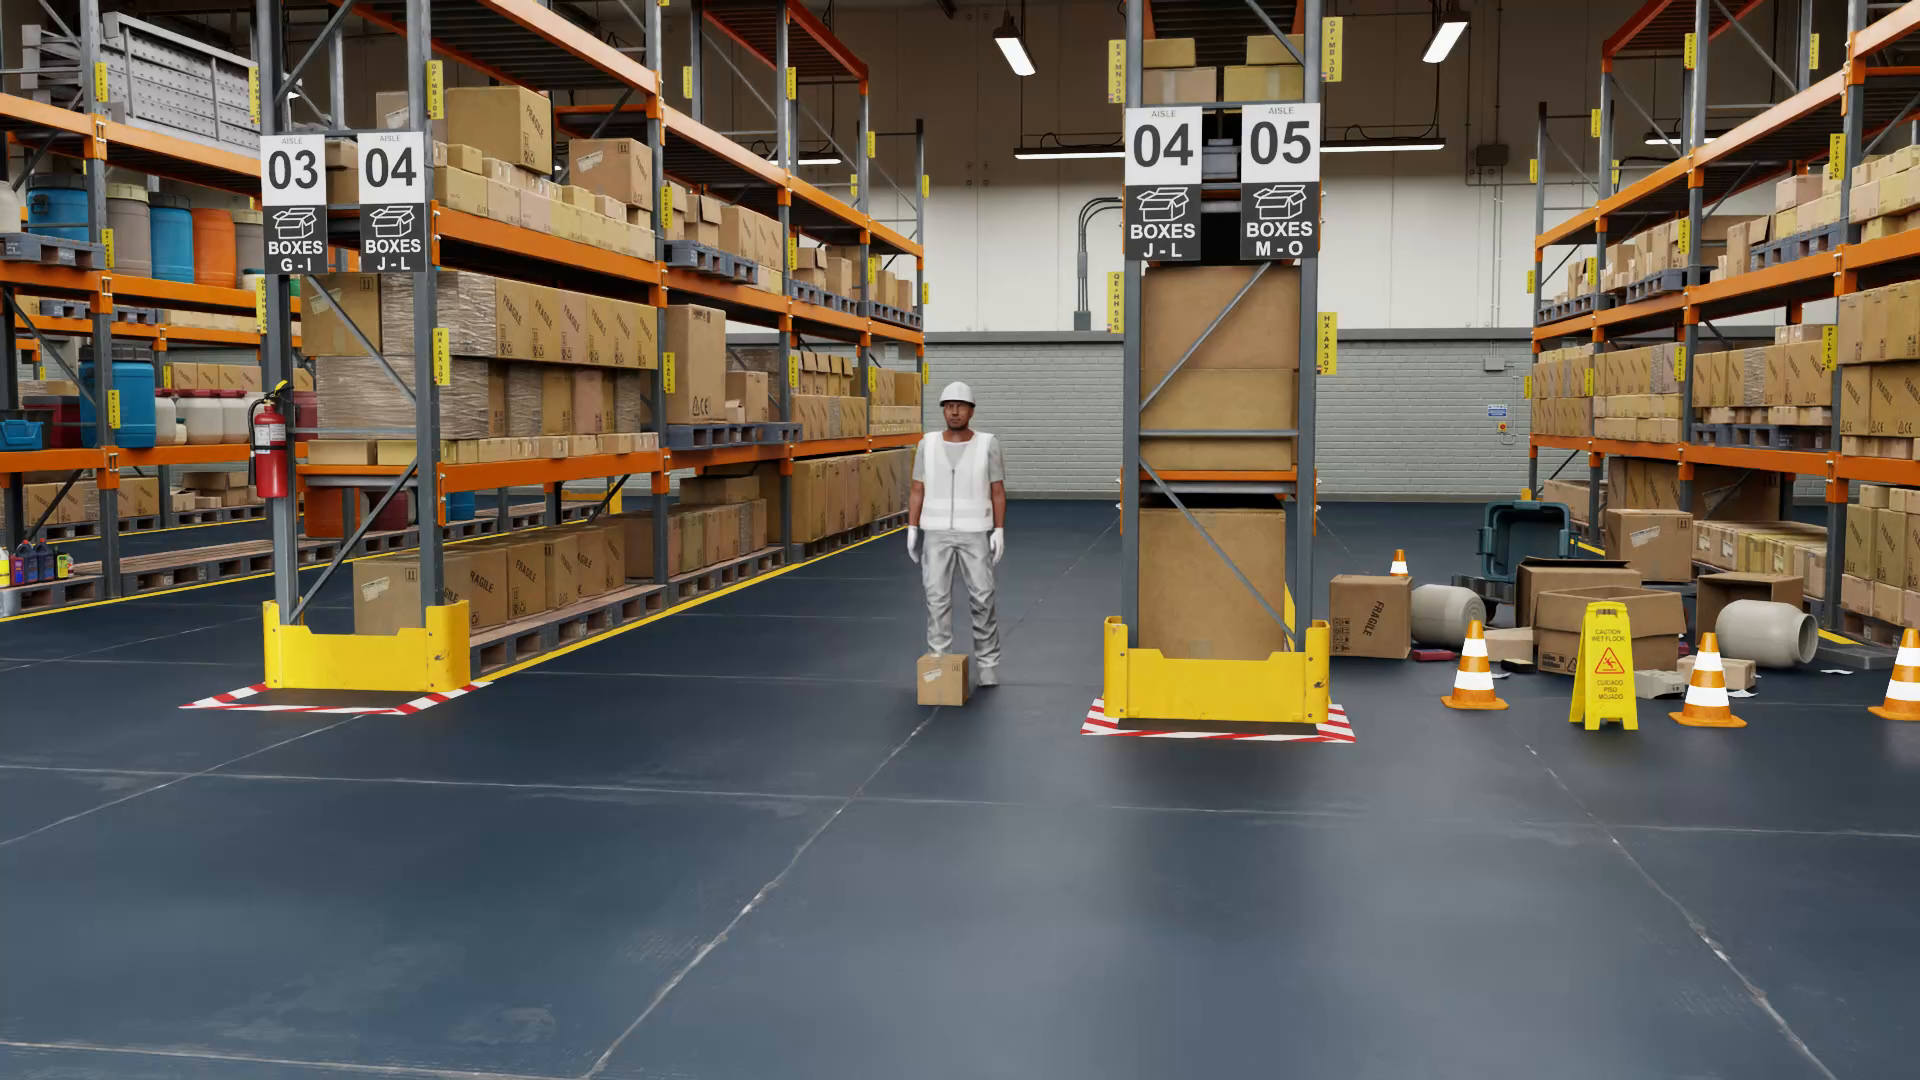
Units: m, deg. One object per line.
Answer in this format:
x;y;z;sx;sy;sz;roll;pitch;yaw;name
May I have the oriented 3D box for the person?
-0.025;-0.020;9.707;0.571;1.803;0.618;1;4;9;person
